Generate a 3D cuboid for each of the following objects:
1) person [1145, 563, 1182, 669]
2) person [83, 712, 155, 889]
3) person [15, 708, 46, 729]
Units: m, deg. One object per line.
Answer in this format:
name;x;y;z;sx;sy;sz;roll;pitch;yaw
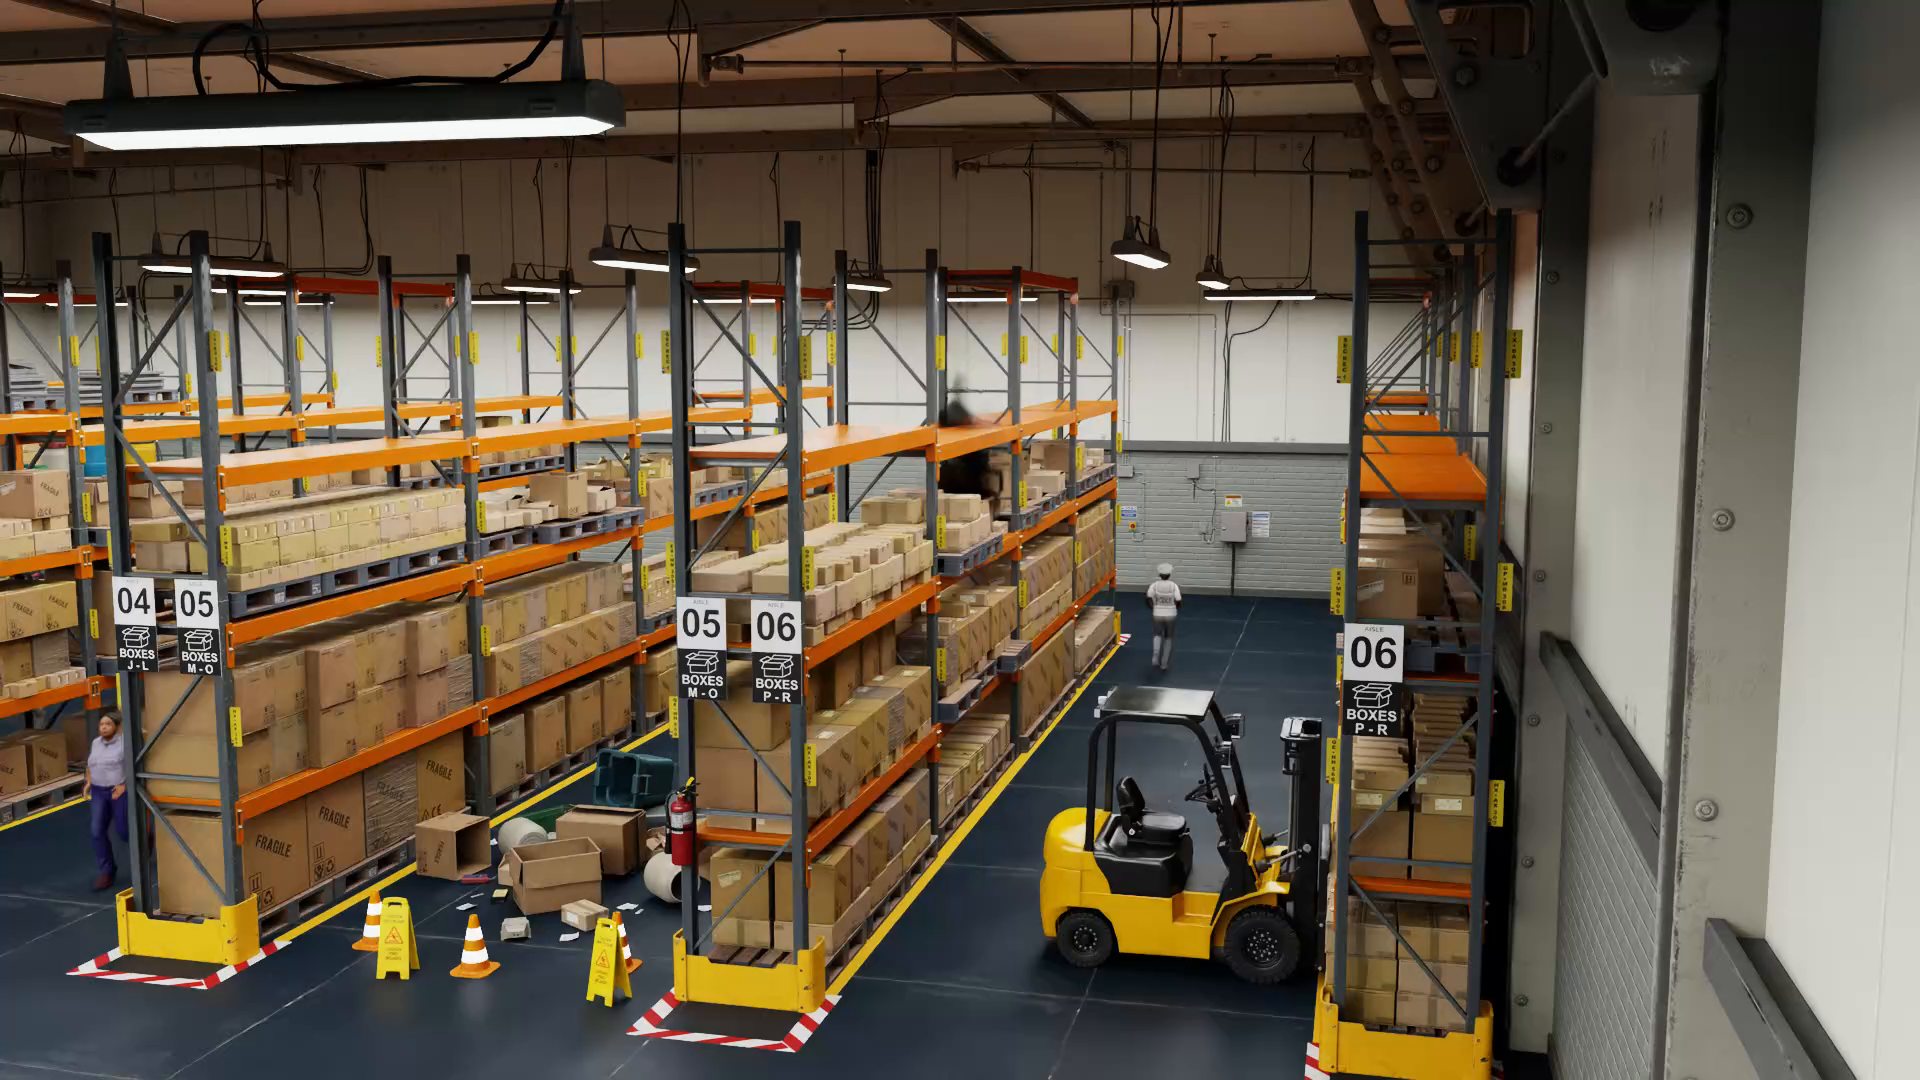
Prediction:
person;3.187;1.178;25.982;0.570;1.654;0.568;2;7;13
person;-8.070;2.434;15.899;0.619;1.622;0.796;0;7;3
person;-11.785;1.734;21.036;0.700;1.752;0.799;0;7;1
